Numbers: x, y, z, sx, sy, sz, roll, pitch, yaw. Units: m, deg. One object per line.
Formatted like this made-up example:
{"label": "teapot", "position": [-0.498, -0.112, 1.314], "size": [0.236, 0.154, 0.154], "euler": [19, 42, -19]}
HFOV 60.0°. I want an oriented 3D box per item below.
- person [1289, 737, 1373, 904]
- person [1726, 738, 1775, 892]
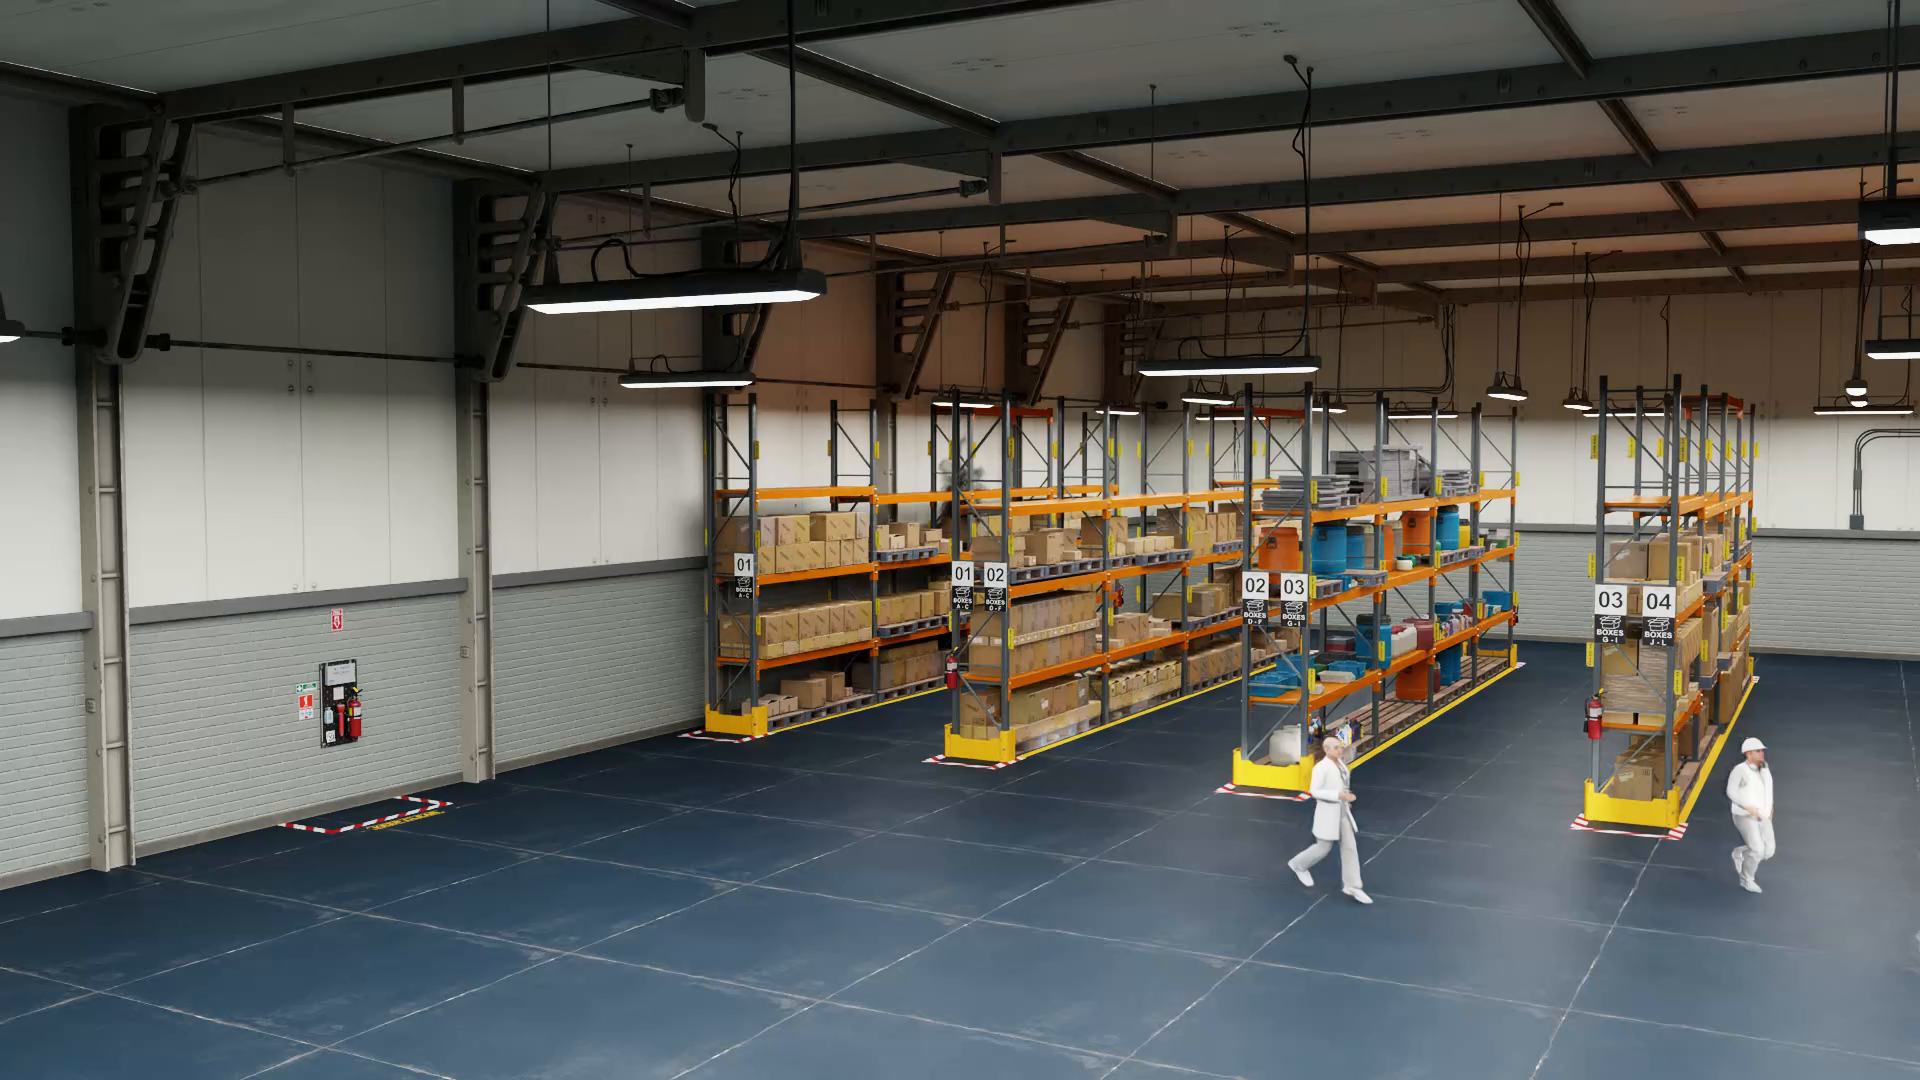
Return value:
{"label": "person", "position": [4.143, 3.095, 18.600], "size": [0.707, 1.798, 1.049], "euler": [-3, 4, -41]}
{"label": "person", "position": [9.029, 3.124, 19.003], "size": [0.691, 1.745, 0.598], "euler": [-1, 3, -24]}
